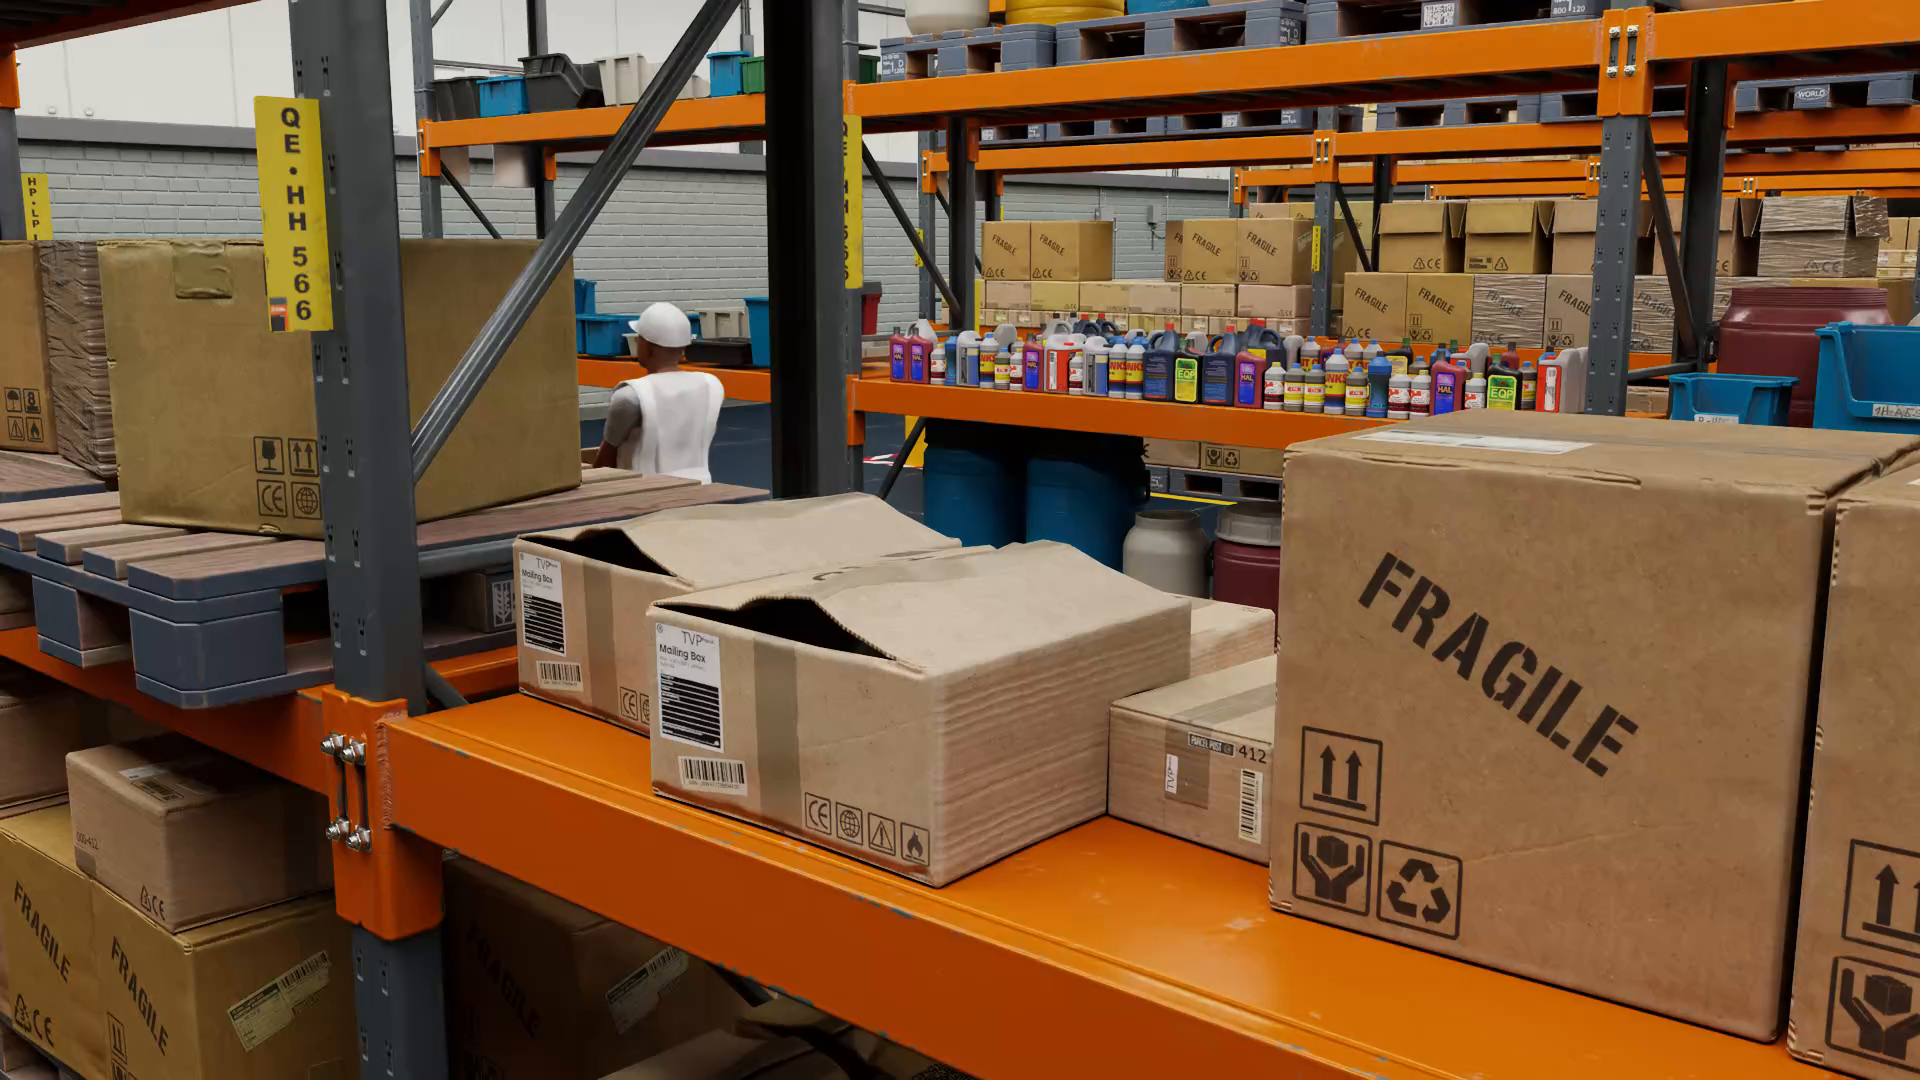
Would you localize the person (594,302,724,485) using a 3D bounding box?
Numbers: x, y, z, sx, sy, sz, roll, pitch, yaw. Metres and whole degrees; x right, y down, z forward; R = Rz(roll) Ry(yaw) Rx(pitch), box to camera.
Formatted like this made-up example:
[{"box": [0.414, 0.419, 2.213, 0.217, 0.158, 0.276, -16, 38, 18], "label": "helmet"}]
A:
[{"box": [-1.299, -0.092, 6.884, 0.584, 1.778, 0.487, 9, 13, 41], "label": "person"}]
